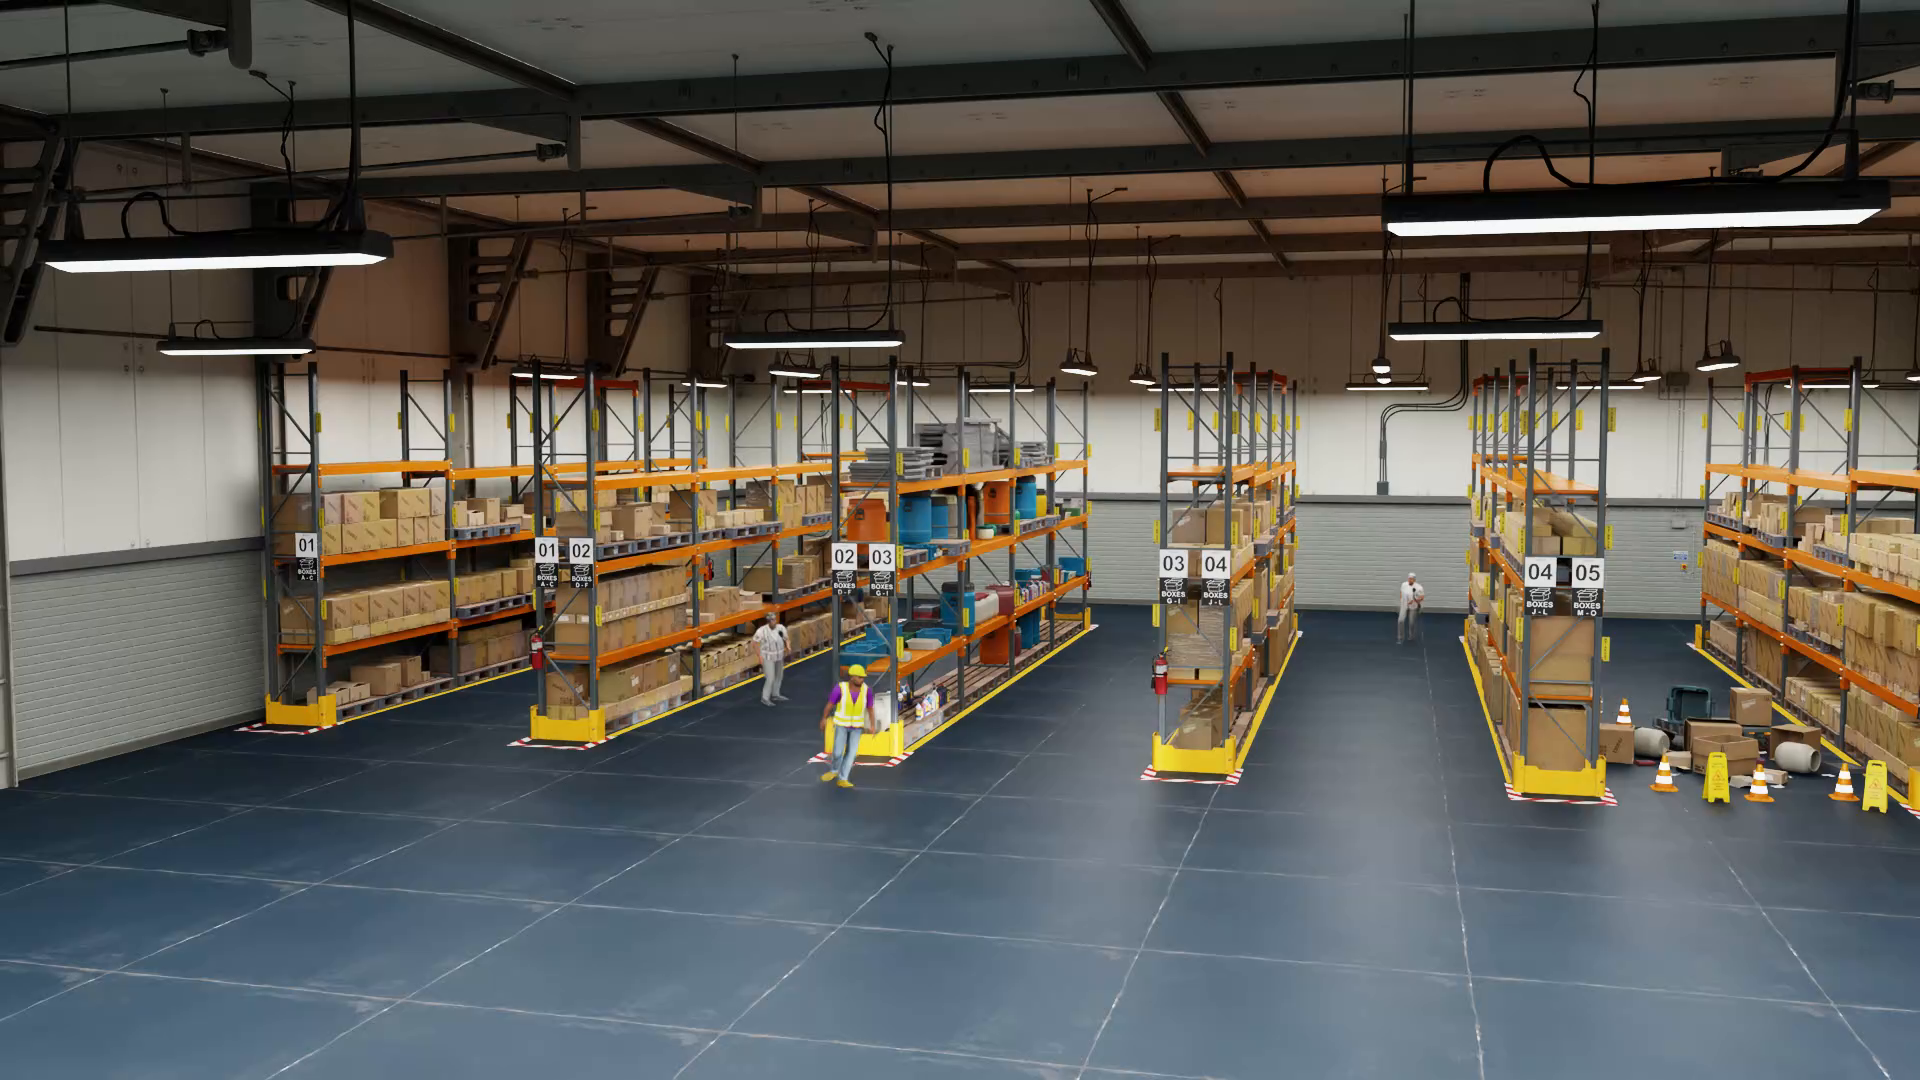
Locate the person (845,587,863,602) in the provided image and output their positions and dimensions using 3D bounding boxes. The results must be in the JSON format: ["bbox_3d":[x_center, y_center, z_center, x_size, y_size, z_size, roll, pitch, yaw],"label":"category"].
[{"bbox_3d":[-2.745,1.179,43.383,0.680,1.541,0.530,2,4,22],"label":"person"}]

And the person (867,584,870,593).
[{"bbox_3d":[-2.228,1.238,42.948,0.764,1.511,0.730,-2,4,-27],"label":"person"}]

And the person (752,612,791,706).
[{"bbox_3d":[-3.295,2.101,29.585,0.705,1.710,0.821,-3,5,-40],"label":"person"}]

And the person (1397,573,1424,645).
[{"bbox_3d":[10.266,1.558,37.775,0.592,1.670,0.891,2,5,29],"label":"person"}]

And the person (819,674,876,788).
[{"bbox_3d":[-1.536,2.578,22.784,0.716,1.651,0.543,-1,4,-19],"label":"person"}]
